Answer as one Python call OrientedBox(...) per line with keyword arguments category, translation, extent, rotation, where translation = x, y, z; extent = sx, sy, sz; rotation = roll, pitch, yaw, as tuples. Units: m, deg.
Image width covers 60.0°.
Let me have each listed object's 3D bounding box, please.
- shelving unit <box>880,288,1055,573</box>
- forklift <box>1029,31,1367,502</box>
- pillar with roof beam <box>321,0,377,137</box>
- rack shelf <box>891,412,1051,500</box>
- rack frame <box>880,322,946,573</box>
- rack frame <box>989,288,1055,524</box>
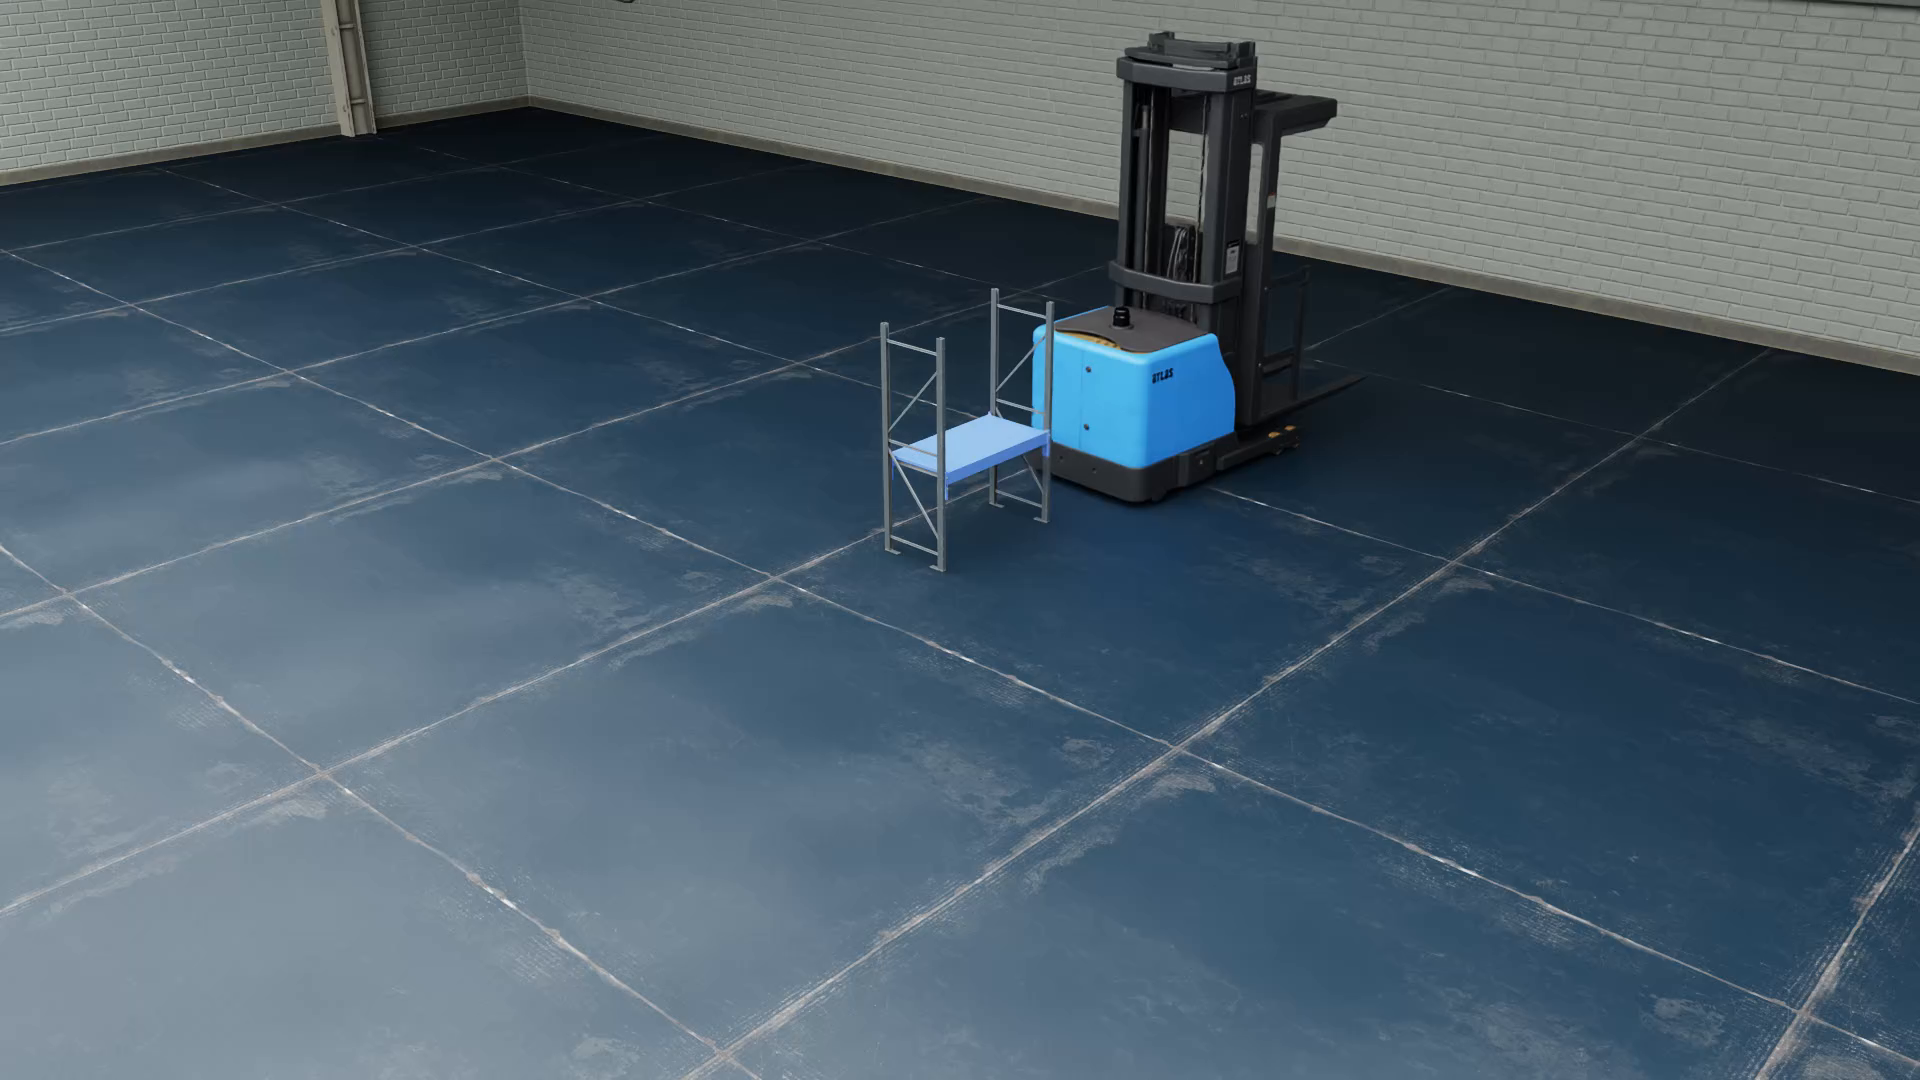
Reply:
OrientedBox(category="shelving unit", translation=(0.057, -0.710, 10.501), extent=(0.538, 1.500, 1.048), rotation=(20, 31, 38))
OrientedBox(category="forklift", translation=(1.892, -2.095, 11.839), extent=(3.031, 2.935, 1.130), rotation=(-22, 32, -40))
OrientedBox(category="pillar with roof beam", translation=(-5.339, -8.708, 19.172), extent=(9.100, 9.000, 0.400), rotation=(20, 31, 38))
OrientedBox(category="rack shelf", translation=(0.057, -0.546, 10.575), extent=(0.538, 0.185, 1.000), rotation=(20, 31, 38))
OrientedBox(category="rack frame", translation=(-0.282, -0.555, 10.156), extent=(0.500, 1.500, 0.032), rotation=(20, 31, 38))
OrientedBox(category="rack frame", translation=(0.396, -0.865, 10.847), extent=(0.500, 1.500, 0.032), rotation=(20, 31, 38))
